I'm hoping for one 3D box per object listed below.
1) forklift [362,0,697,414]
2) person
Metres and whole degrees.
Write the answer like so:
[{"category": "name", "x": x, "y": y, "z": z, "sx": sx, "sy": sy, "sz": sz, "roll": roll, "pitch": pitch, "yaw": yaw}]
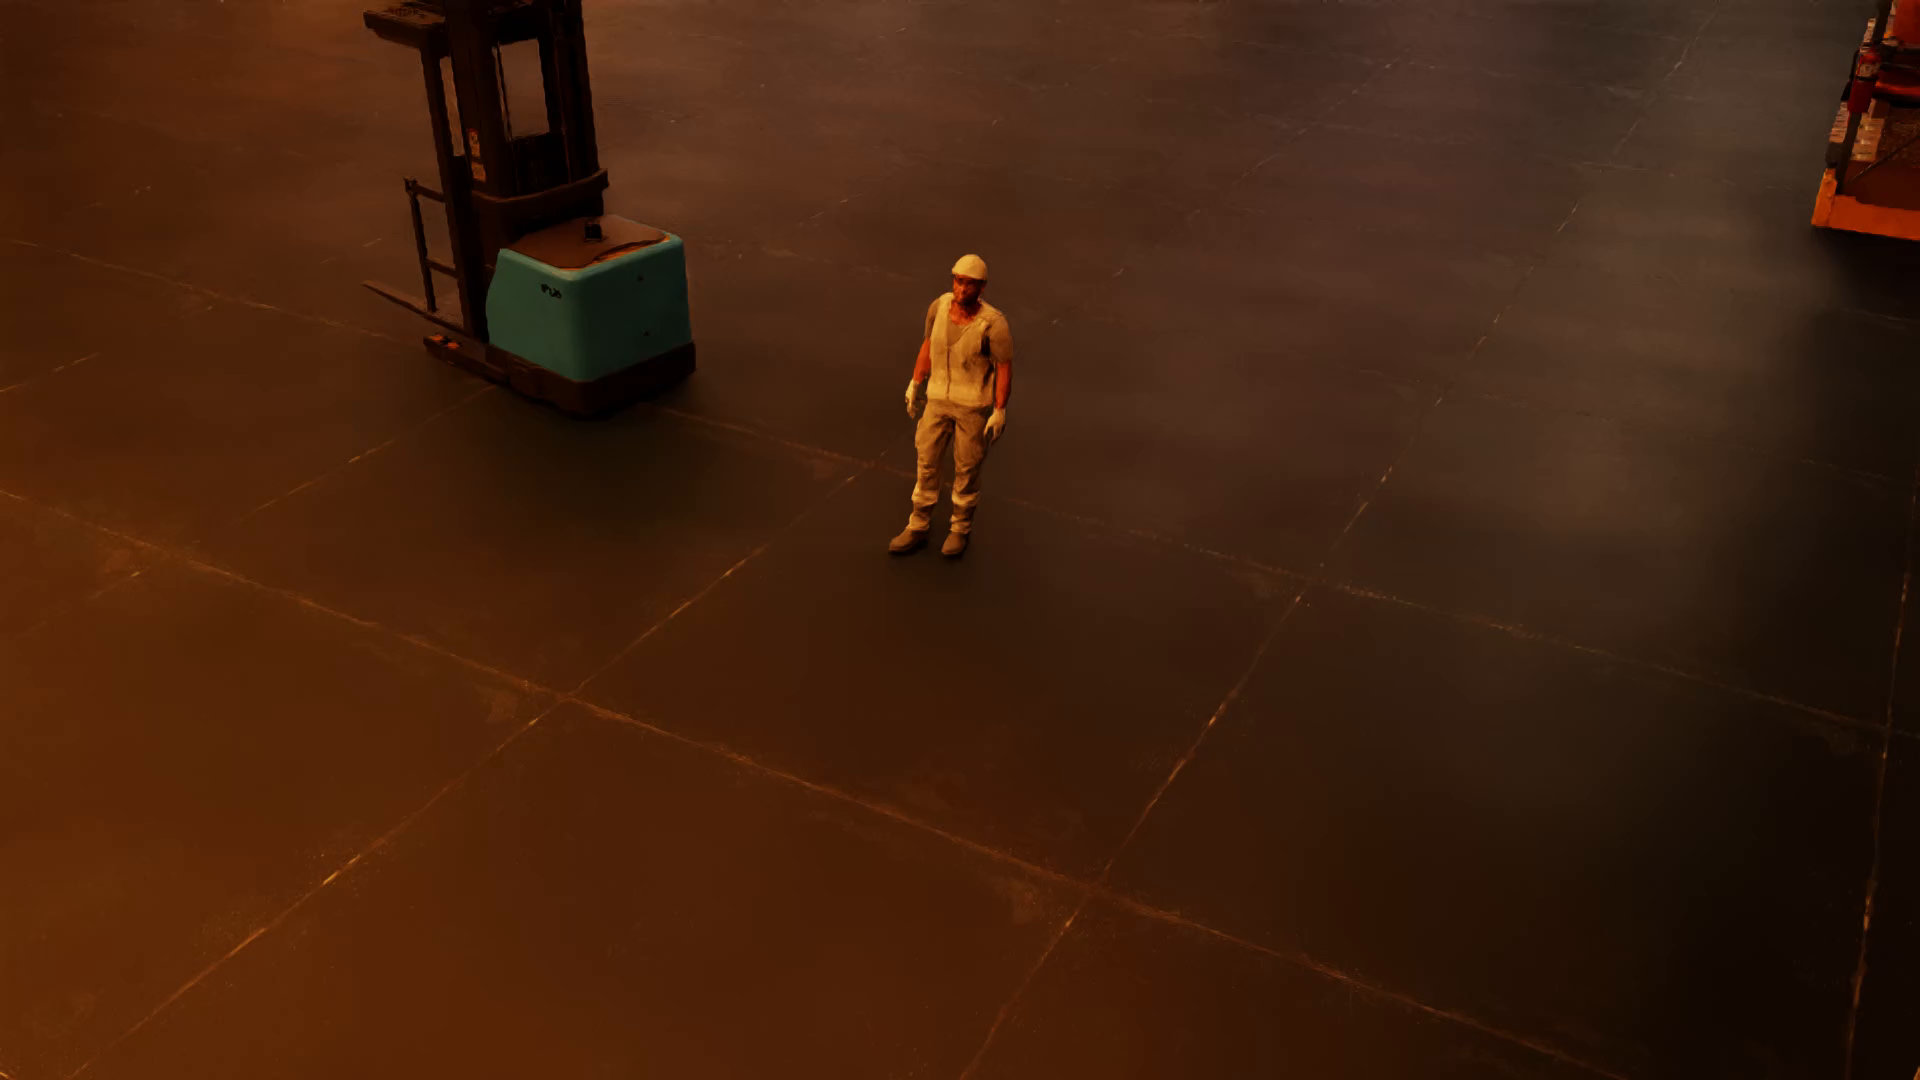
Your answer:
[{"category": "forklift", "x": -3.342, "y": -2.738, "z": 11.814, "sx": 3.031, "sy": 2.935, "sz": 1.130, "roll": 23, "pitch": 37, "yaw": 35}, {"category": "person", "x": -0.049, "y": -0.748, "z": 9.496, "sx": 0.637, "sy": 1.787, "sz": 0.563, "roll": 15, "pitch": 33, "yaw": 25}]
